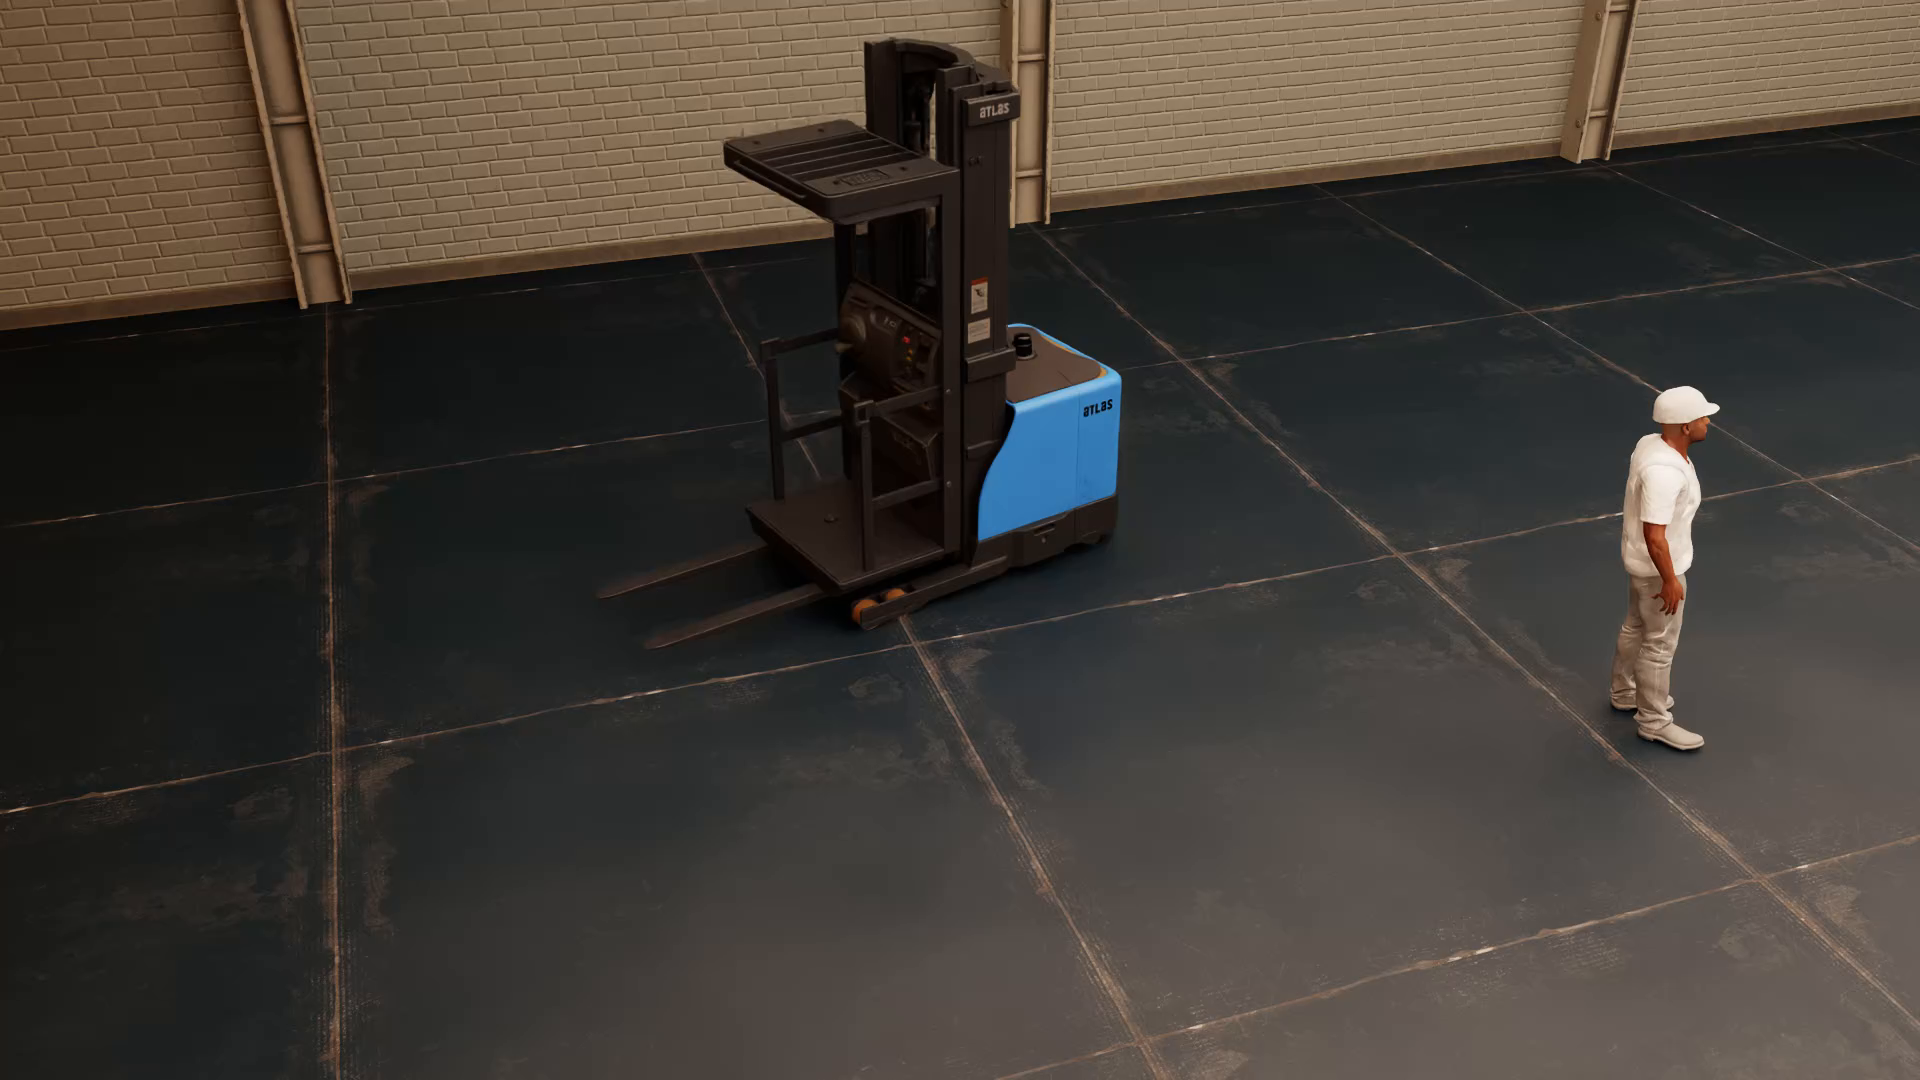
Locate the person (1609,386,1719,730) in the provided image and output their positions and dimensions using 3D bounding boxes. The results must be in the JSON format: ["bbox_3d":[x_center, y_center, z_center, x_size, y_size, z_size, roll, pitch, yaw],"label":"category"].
[{"bbox_3d":[3.387,0.064,8.070,0.419,1.707,0.665,8,31,13],"label":"person"}]

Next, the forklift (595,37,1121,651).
[{"bbox_3d":[-0.559,-1.075,8.955,3.031,2.935,1.130,-19,35,-29],"label":"forklift"}]
